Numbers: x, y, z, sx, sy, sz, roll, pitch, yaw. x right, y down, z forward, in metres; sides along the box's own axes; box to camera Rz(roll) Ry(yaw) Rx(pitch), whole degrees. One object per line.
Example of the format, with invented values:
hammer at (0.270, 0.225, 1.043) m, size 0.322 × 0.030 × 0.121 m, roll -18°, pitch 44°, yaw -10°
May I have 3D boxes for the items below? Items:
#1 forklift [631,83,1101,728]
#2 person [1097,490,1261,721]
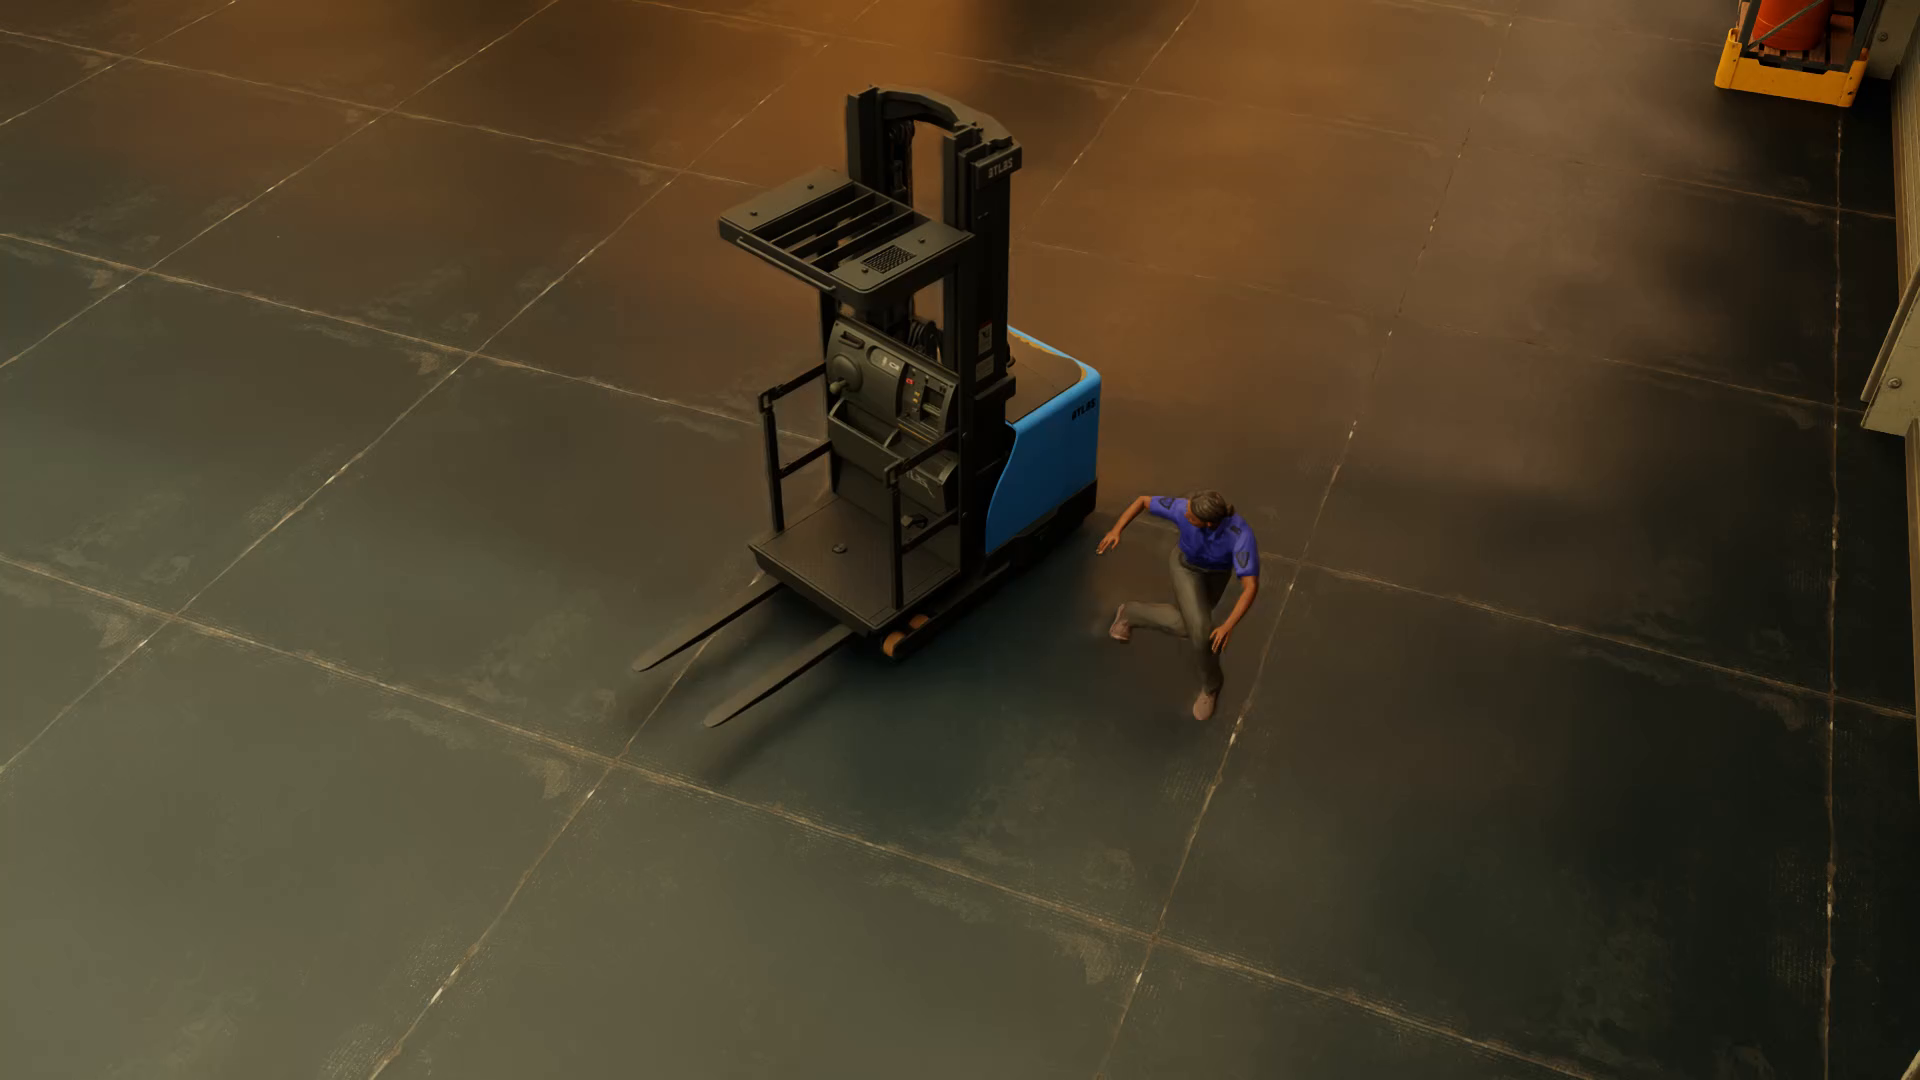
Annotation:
forklift at (-0.526, -0.816, 8.981) m, size 1.130 × 2.935 × 3.031 m, roll 31°, pitch 49°, yaw 32°
person at (1.129, 0.306, 8.853) m, size 0.827 × 1.446 × 1.088 m, roll -1°, pitch 40°, yaw -1°
